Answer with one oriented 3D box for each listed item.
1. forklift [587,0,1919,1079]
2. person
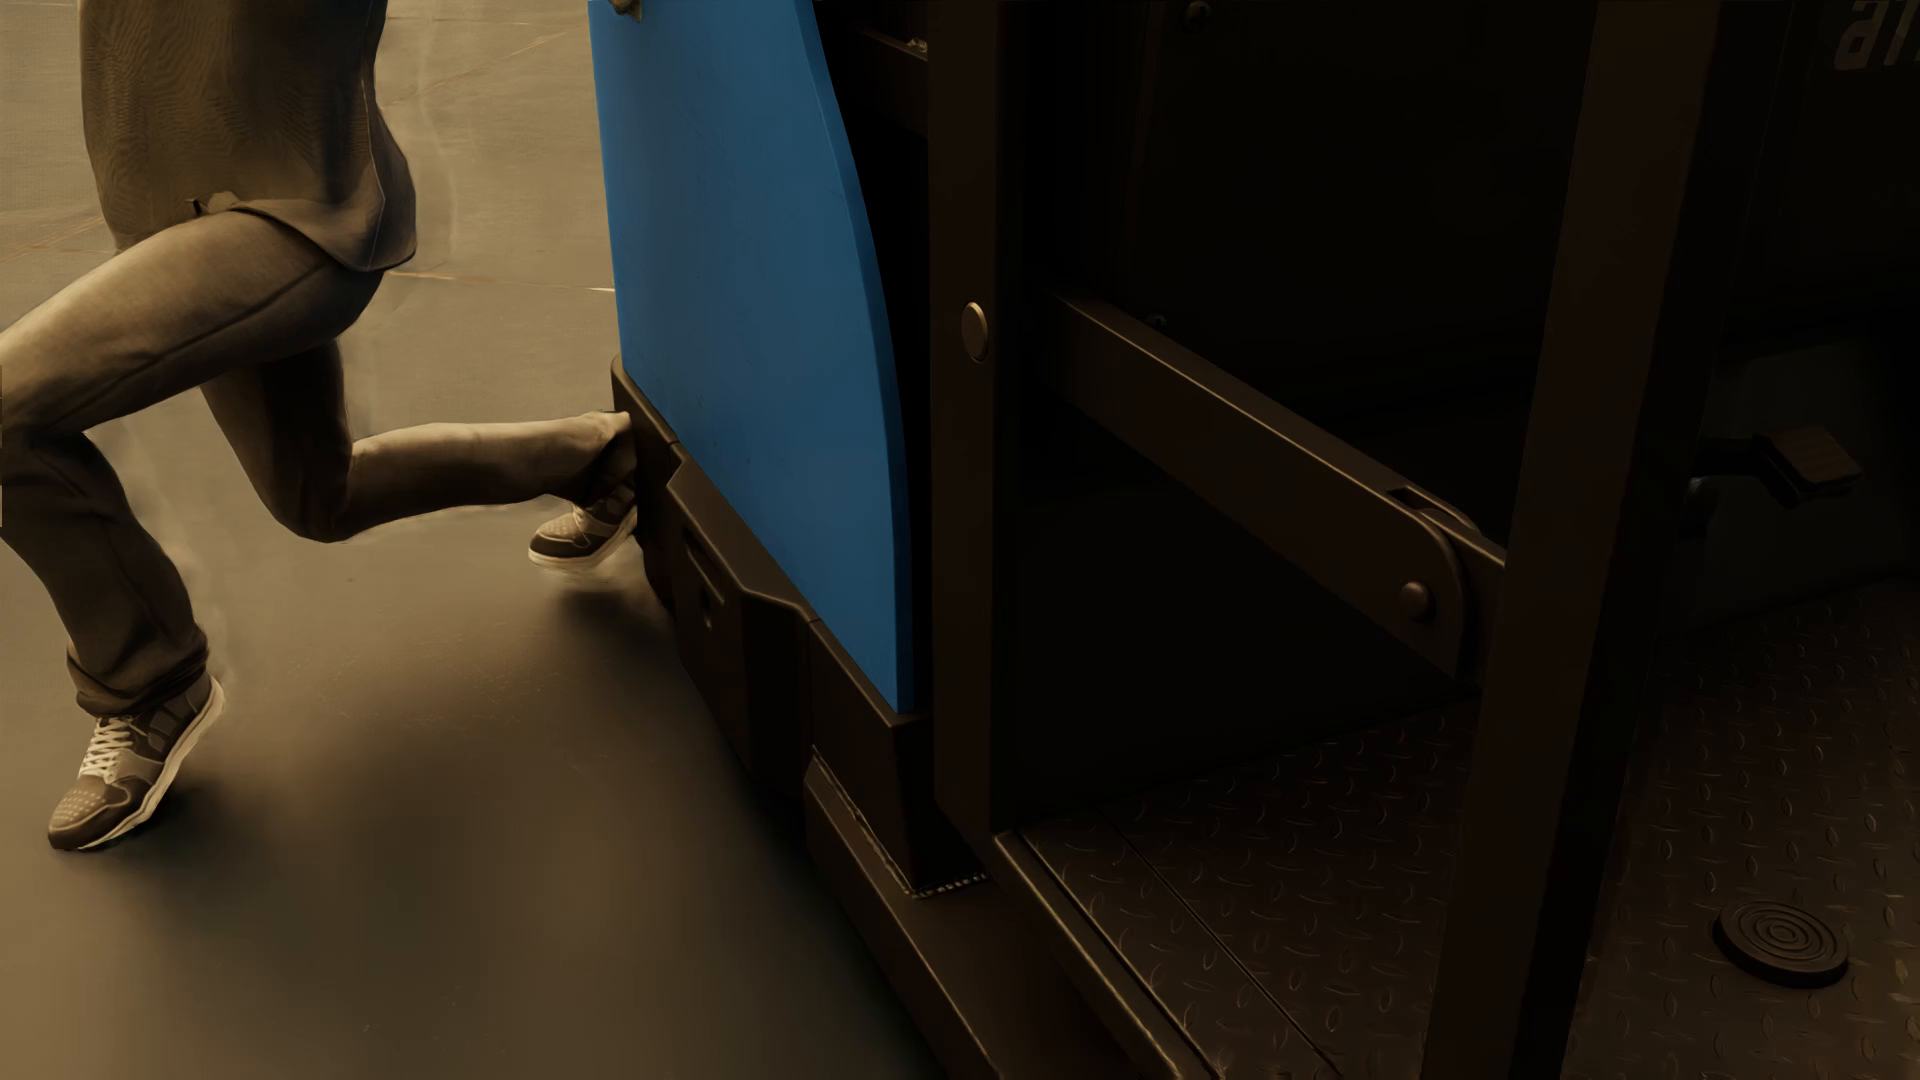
[{"bbox_3d":[0.599,-0.785,0.802,1.130,2.935,3.031,-12,29,-22],"label":"forklift"},{"bbox_3d":[-0.614,-0.365,1.788,0.701,1.341,0.879,15,31,27],"label":"person"}]
